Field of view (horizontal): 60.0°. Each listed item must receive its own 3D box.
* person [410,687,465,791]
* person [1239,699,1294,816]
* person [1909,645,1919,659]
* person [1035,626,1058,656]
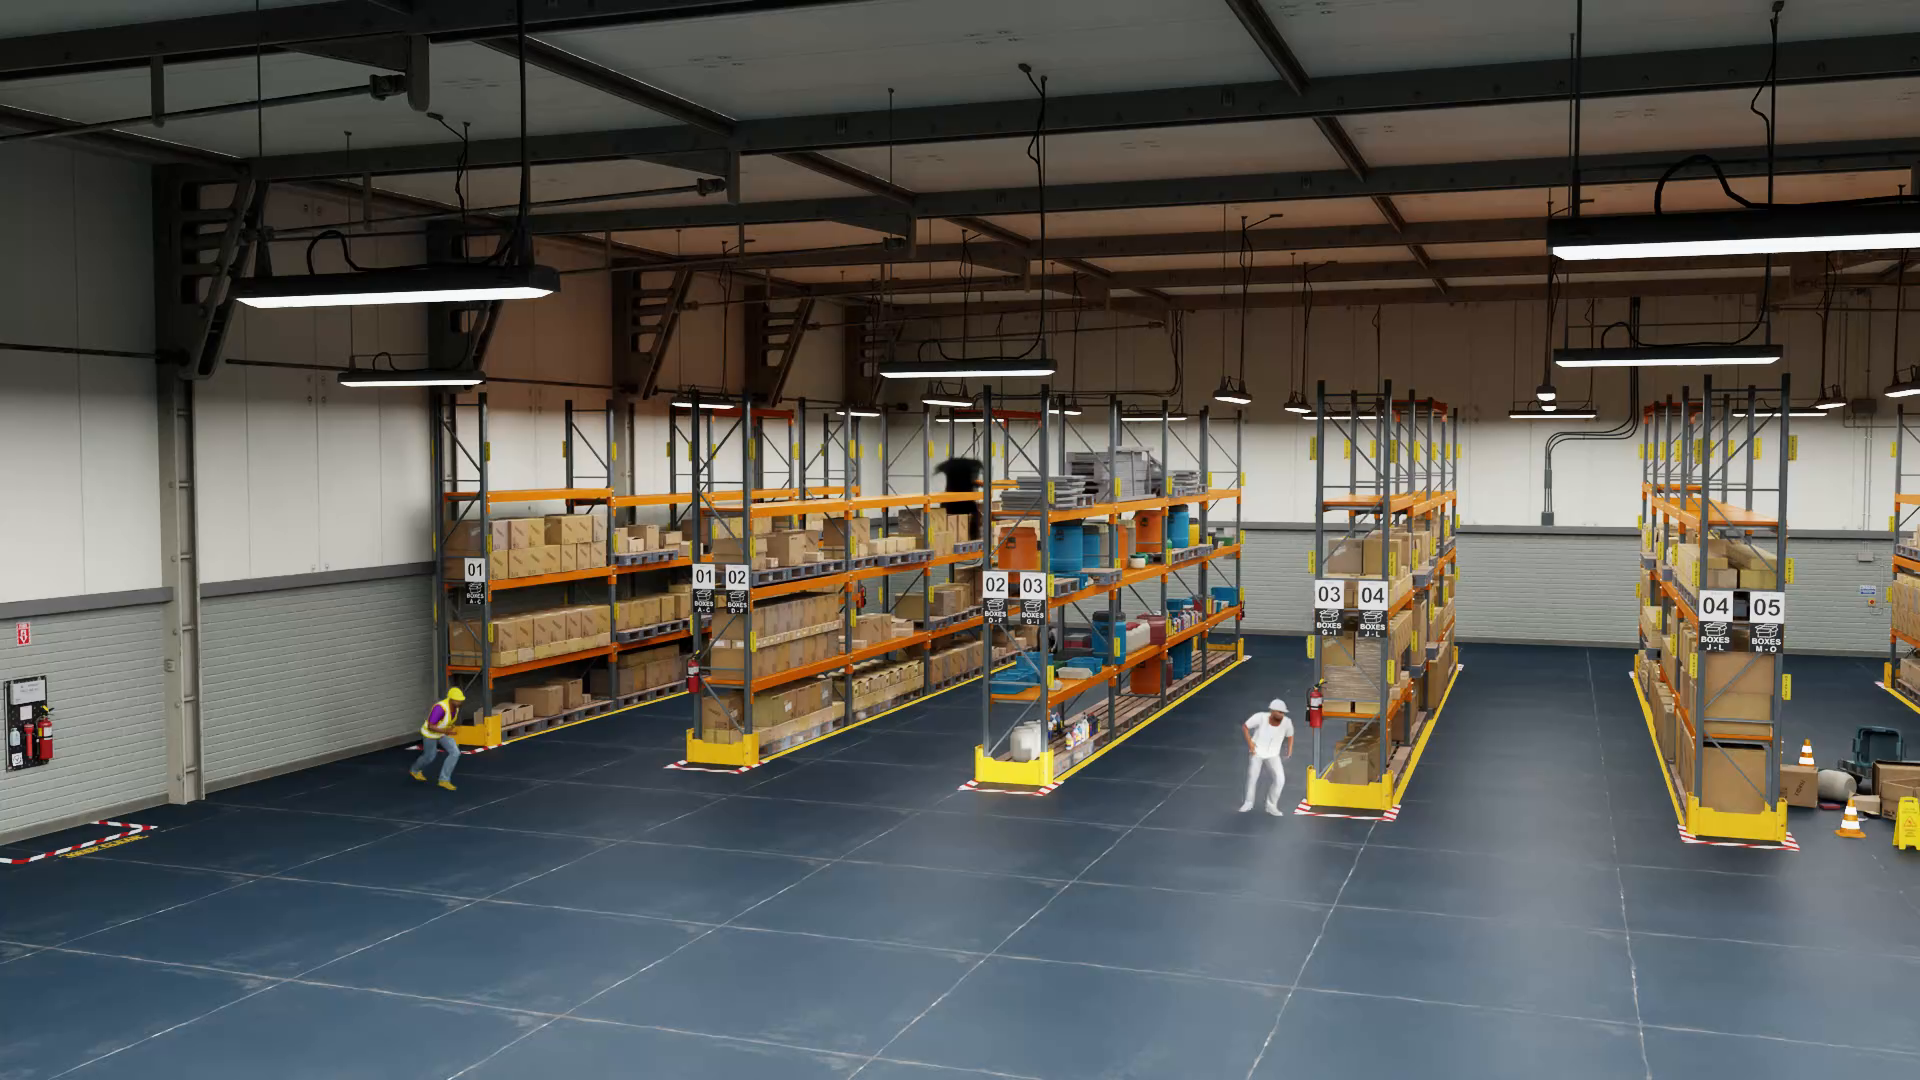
[{"bbox_3d":[-7.797,2.930,24.700,1.199,1.553,0.685,2,3,28],"label":"person"},{"bbox_3d":[4.252,2.972,22.900,0.728,1.635,0.781,0,3,-5],"label":"person"},{"bbox_3d":[20.910,2.214,36.047,0.628,1.737,0.688,1,3,15],"label":"person"},{"bbox_3d":[1.817,2.371,33.829,0.652,1.700,0.698,2,3,29],"label":"person"}]
